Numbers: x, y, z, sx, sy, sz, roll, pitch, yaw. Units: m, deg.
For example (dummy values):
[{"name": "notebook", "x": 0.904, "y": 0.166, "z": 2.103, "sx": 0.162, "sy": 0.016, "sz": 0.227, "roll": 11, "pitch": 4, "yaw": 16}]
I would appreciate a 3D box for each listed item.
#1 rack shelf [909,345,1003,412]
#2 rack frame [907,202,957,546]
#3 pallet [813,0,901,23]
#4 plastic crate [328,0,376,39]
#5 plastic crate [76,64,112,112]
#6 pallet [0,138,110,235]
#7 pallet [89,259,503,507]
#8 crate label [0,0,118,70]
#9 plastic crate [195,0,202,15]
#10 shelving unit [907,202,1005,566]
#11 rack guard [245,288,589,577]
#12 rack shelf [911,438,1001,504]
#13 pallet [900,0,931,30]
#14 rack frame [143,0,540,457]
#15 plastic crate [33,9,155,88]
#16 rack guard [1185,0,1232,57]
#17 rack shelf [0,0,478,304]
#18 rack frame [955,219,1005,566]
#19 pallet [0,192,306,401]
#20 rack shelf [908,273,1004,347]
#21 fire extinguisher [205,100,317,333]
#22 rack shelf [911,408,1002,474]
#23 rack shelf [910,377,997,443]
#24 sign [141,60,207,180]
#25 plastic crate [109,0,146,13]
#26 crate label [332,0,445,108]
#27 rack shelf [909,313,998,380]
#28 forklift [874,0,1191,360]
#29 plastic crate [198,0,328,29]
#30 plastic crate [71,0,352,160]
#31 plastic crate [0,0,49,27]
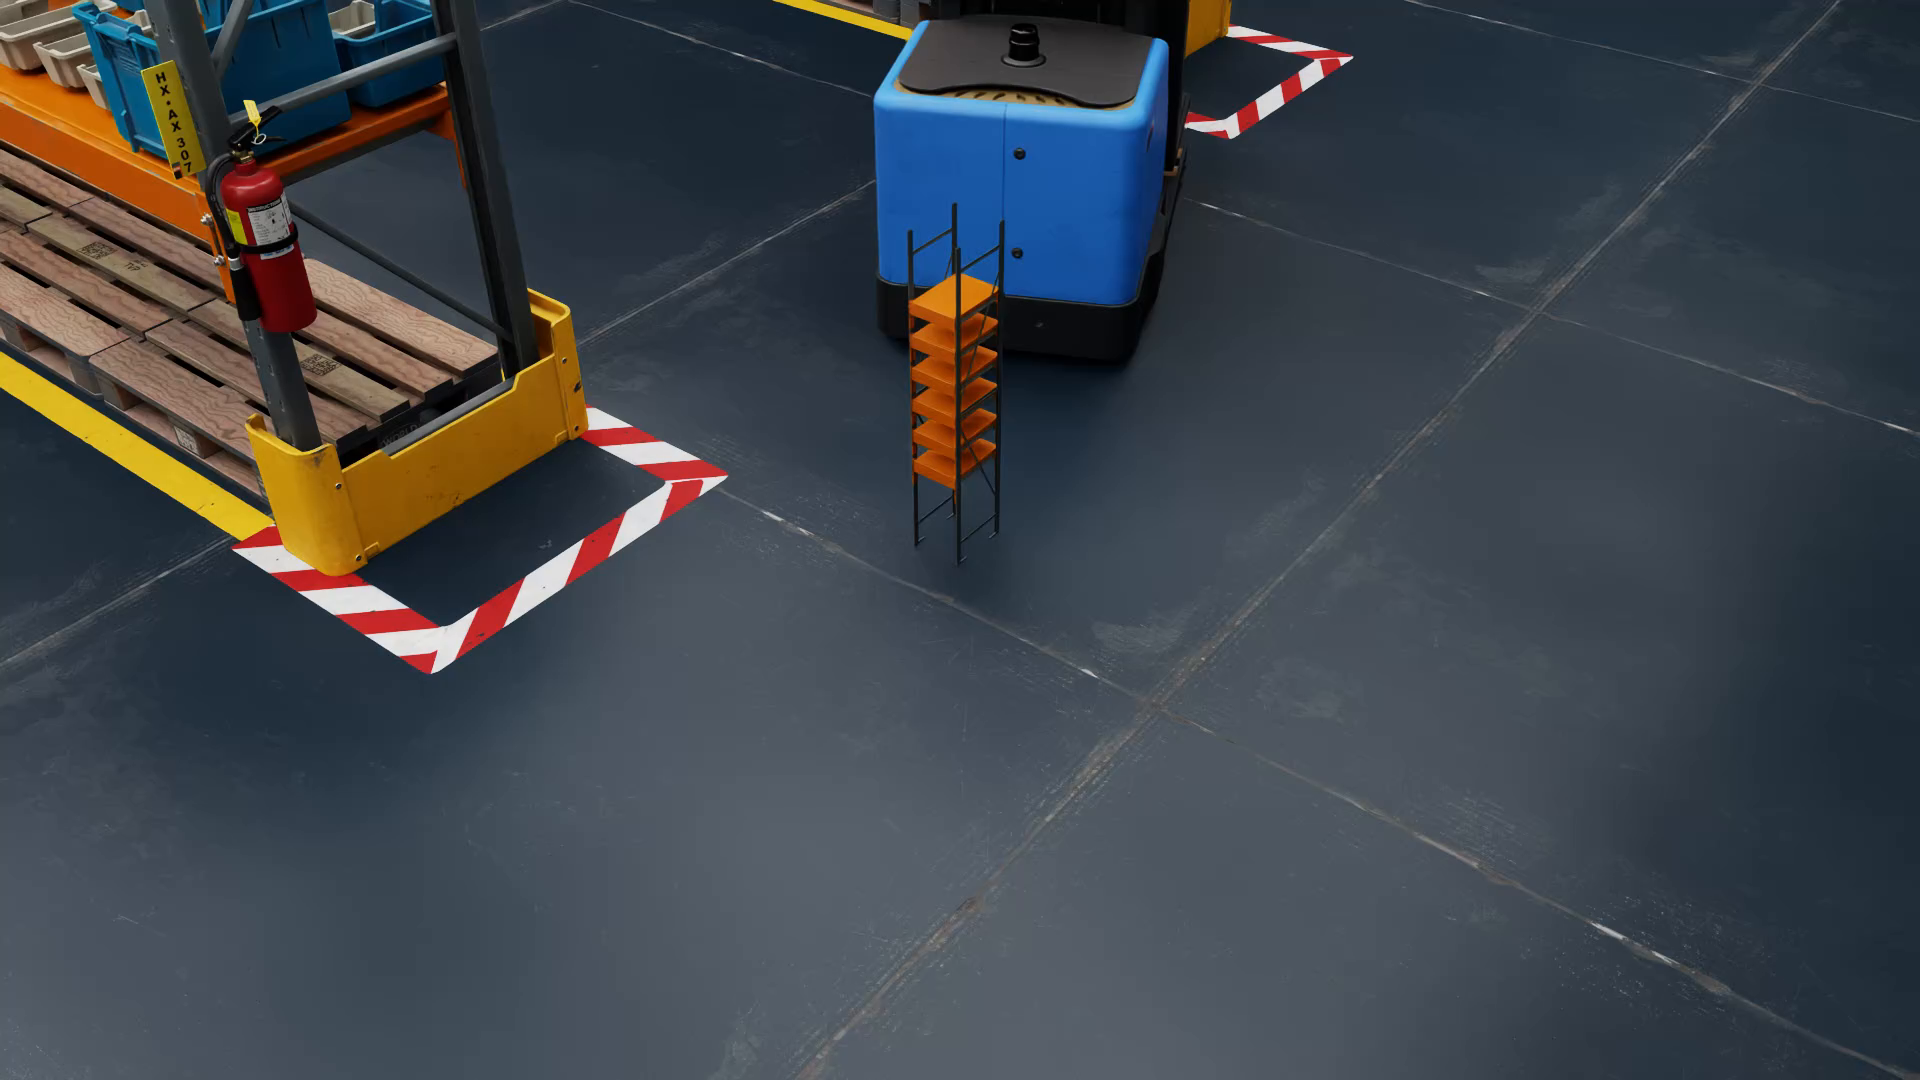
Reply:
[{"name": "rack shelf", "x": -0.012, "y": -0.537, "z": 5.340, "sx": 0.180, "sy": 0.103, "sz": 0.258, "roll": 25, "pitch": 45, "yaw": 29}, {"name": "rack frame", "x": -0.084, "y": -0.512, "z": 5.431, "sx": 0.006, "sy": 1.200, "sz": 0.240, "roll": 25, "pitch": 45, "yaw": 29}, {"name": "pallet", "x": -0.543, "y": -3.504, "z": 10.055, "sx": 1.213, "sy": 0.211, "sz": 1.003, "roll": 25, "pitch": 45, "yaw": 29}, {"name": "plastic crate", "x": -2.097, "y": -1.728, "z": 5.690, "sx": 0.298, "sy": 0.136, "sz": 0.250, "roll": 25, "pitch": 45, "yaw": 29}, {"name": "plastic crate", "x": -2.654, "y": -1.531, "z": 5.437, "sx": 0.243, "sy": 0.136, "sz": 0.396, "roll": 25, "pitch": 45, "yaw": 29}, {"name": "pallet", "x": -4.466, "y": -1.538, "z": 7.543, "sx": 1.213, "sy": 0.211, "sz": 1.003, "roll": 25, "pitch": 45, "yaw": 29}, {"name": "pallet", "x": -2.528, "y": -0.624, "z": 6.376, "sx": 1.213, "sy": 0.211, "sz": 1.003, "roll": 25, "pitch": 45, "yaw": 29}, {"name": "crate label", "x": -3.112, "y": -1.739, "z": 5.703, "sx": 0.243, "sy": 0.136, "sz": 0.396, "roll": 25, "pitch": 45, "yaw": 29}, {"name": "plastic crate", "x": -2.636, "y": -1.983, "z": 6.014, "sx": 0.298, "sy": 0.136, "sz": 0.250, "roll": 25, "pitch": 45, "yaw": 29}, {"name": "shelving unit", "x": -0.012, "y": -0.478, "z": 5.387, "sx": 0.189, "sy": 1.200, "sz": 0.258, "roll": 25, "pitch": 45, "yaw": 29}, {"name": "rack guard", "x": -1.869, "y": -0.407, "z": 5.865, "sx": 0.348, "sy": 0.500, "sz": 1.175, "roll": 25, "pitch": 45, "yaw": 29}, {"name": "rack shelf", "x": -0.012, "y": -0.254, "z": 5.562, "sx": 0.180, "sy": 0.103, "sz": 0.258, "roll": 25, "pitch": 45, "yaw": 29}, {"name": "pallet", "x": 0.422, "y": -3.047, "z": 9.471, "sx": 1.213, "sy": 0.211, "sz": 1.003, "roll": 25, "pitch": 45, "yaw": 29}, {"name": "rack frame", "x": -1.896, "y": -1.394, "z": 5.098, "sx": 0.127, "sy": 3.000, "sz": 1.000, "roll": 25, "pitch": 45, "yaw": 29}, {"name": "plastic crate", "x": -2.876, "y": -1.647, "z": 5.585, "sx": 0.243, "sy": 0.136, "sz": 0.396, "roll": 25, "pitch": 45, "yaw": 29}, {"name": "rack guard", "x": 1.056, "y": -2.863, "z": 9.001, "sx": 0.348, "sy": 0.500, "sz": 1.175, "roll": 25, "pitch": 45, "yaw": 29}, {"name": "rack shelf", "x": -3.485, "y": -1.860, "z": 6.276, "sx": 4.000, "sy": 0.370, "sz": 1.077, "roll": 25, "pitch": 45, "yaw": 29}, {"name": "rack frame", "x": 0.061, "y": -0.444, "z": 5.343, "sx": 0.006, "sy": 1.200, "sz": 0.240, "roll": 25, "pitch": 45, "yaw": 29}, {"name": "pallet", "x": -3.493, "y": -1.081, "z": 6.960, "sx": 1.213, "sy": 0.211, "sz": 1.003, "roll": 25, "pitch": 45, "yaw": 29}, {"name": "rack shelf", "x": -0.012, "y": -0.726, "z": 5.192, "sx": 0.180, "sy": 0.103, "sz": 0.258, "roll": 25, "pitch": 45, "yaw": 29}, {"name": "fire extinguisher", "x": -2.053, "y": -0.938, "z": 4.880, "sx": 0.183, "sy": 0.674, "sz": 0.296, "roll": 25, "pitch": 45, "yaw": 29}, {"name": "rack shelf", "x": -0.012, "y": -0.348, "z": 5.488, "sx": 0.180, "sy": 0.103, "sz": 0.258, "roll": 25, "pitch": 45, "yaw": 29}, {"name": "rack shelf", "x": -0.012, "y": -0.443, "z": 5.414, "sx": 0.180, "sy": 0.103, "sz": 0.258, "roll": 25, "pitch": 45, "yaw": 29}, {"name": "sign", "x": -2.218, "y": -1.183, "z": 4.696, "sx": 0.005, "sy": 0.325, "sz": 0.100, "roll": 25, "pitch": 45, "yaw": 29}, {"name": "plastic crate", "x": -2.938, "y": -2.099, "z": 6.085, "sx": 0.300, "sy": 0.233, "sz": 0.416, "roll": 25, "pitch": 45, "yaw": 29}, {"name": "crate label", "x": -1.892, "y": -1.606, "z": 5.455, "sx": 0.303, "sy": 0.233, "sz": 0.416, "roll": 25, "pitch": 45, "yaw": 29}, {"name": "rack shelf", "x": -0.012, "y": -0.632, "z": 5.266, "sx": 0.180, "sy": 0.103, "sz": 0.258, "roll": 25, "pitch": 45, "yaw": 29}, {"name": "forklift", "x": 0.468, "y": -2.771, "z": 6.911, "sx": 1.130, "sy": 2.935, "sz": 3.031, "roll": 7, "pitch": 39, "yaw": 9}, {"name": "plastic crate", "x": -2.415, "y": -1.852, "z": 5.770, "sx": 0.300, "sy": 0.233, "sz": 0.416, "roll": 25, "pitch": 45, "yaw": 29}, {"name": "plastic crate", "x": -2.276, "y": -1.466, "z": 5.112, "sx": 0.499, "sy": 0.435, "sz": 0.616, "roll": 25, "pitch": 45, "yaw": 29}, {"name": "plastic crate", "x": -3.358, "y": -1.841, "z": 5.833, "sx": 0.250, "sy": 0.136, "sz": 0.298, "roll": 25, "pitch": 45, "yaw": 29}]
